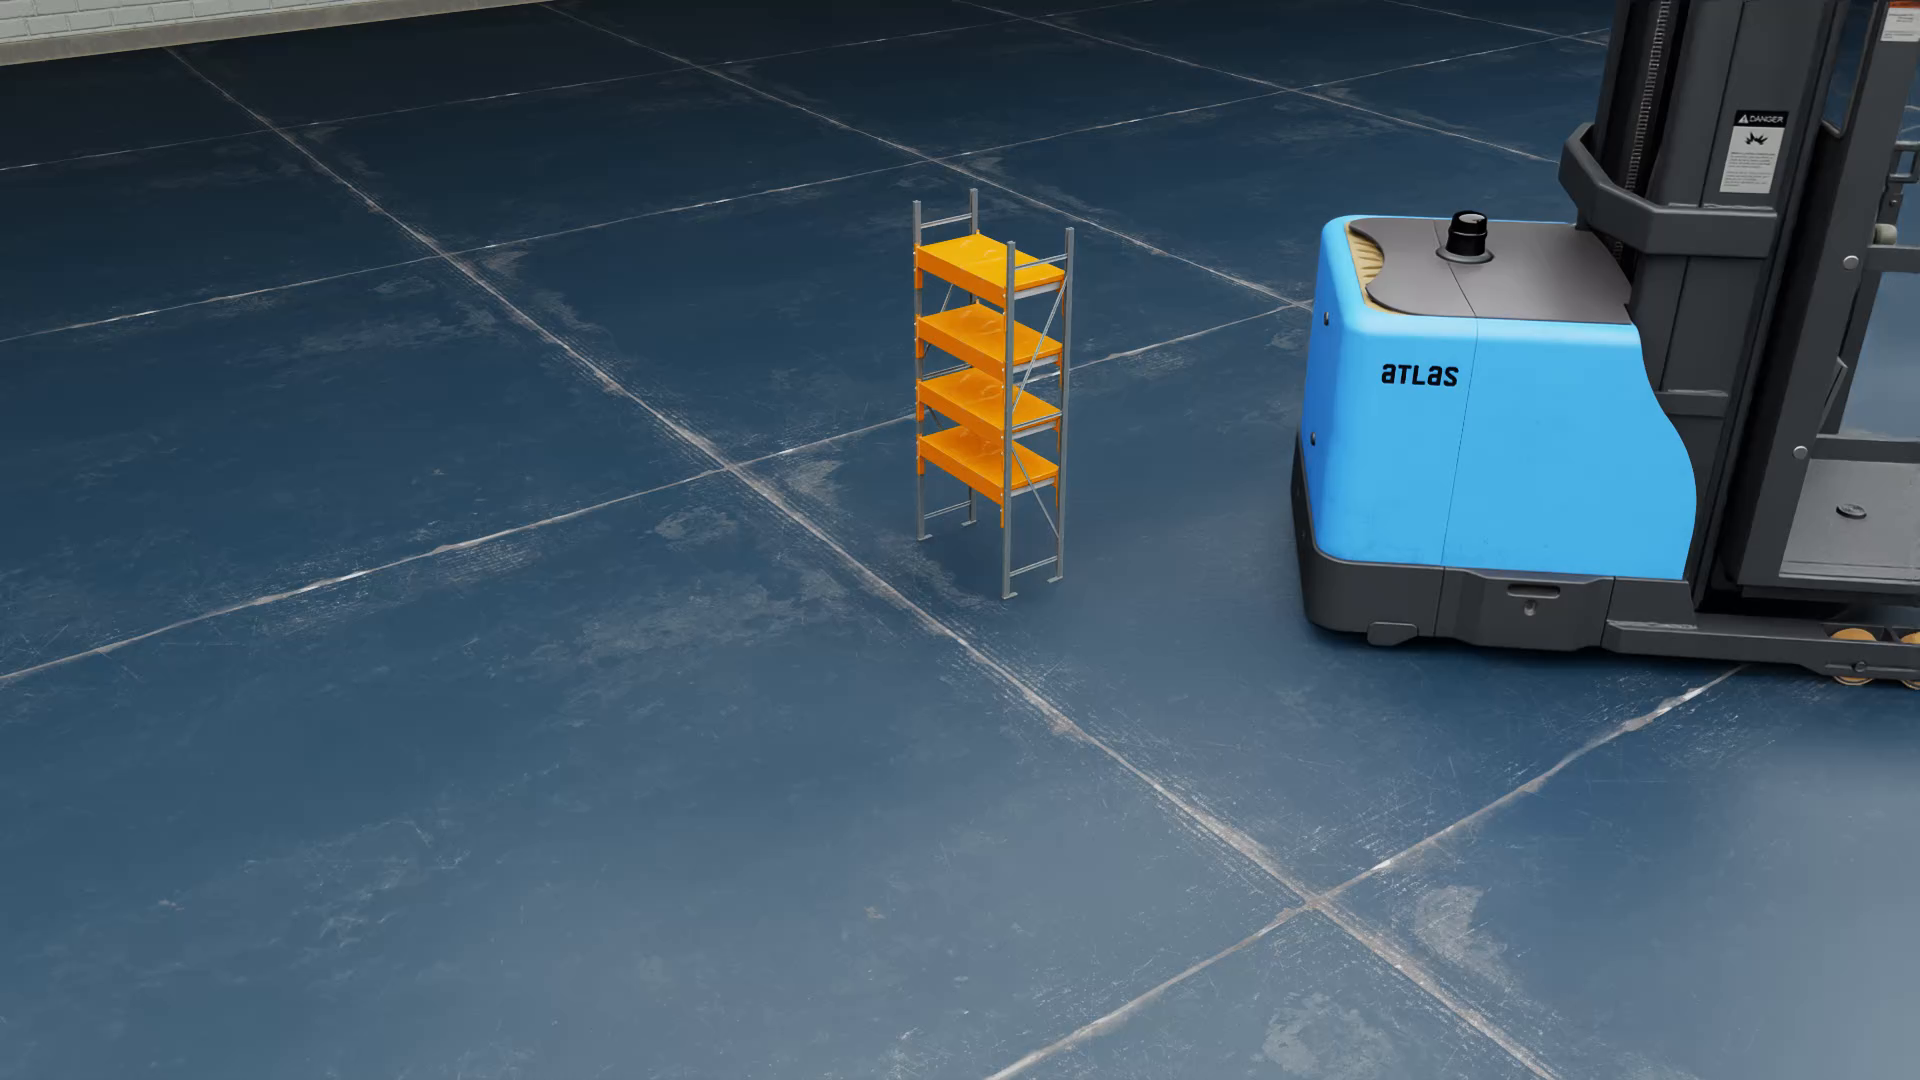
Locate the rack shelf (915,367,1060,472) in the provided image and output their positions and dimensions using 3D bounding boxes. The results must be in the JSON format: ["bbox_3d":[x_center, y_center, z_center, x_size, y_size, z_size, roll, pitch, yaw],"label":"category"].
[{"bbox_3d":[0.096,-0.404,5.377,0.258,0.148,0.480,-19,34,-31],"label":"rack shelf"}]

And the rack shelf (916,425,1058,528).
[{"bbox_3d":[0.096,-0.229,5.472,0.258,0.148,0.480,-19,34,-31],"label":"rack shelf"}]

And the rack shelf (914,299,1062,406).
[{"bbox_3d":[0.096,-0.600,5.271,0.258,0.148,0.480,-19,34,-31],"label":"rack shelf"}]

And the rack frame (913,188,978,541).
[{"bbox_3d":[-0.046,-0.558,5.520,0.240,1.200,0.015,-19,34,-31],"label":"rack frame"}]

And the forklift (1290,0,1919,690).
[{"bbox_3d":[2.630,-1.114,4.730,3.031,2.935,1.130,3,29,6],"label":"forklift"}]

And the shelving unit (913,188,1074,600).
[{"bbox_3d":[0.096,-0.463,5.345,0.258,1.200,0.503,-19,34,-31],"label":"shelving unit"}]

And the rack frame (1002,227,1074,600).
[{"bbox_3d":[0.238,-0.368,5.170,0.240,1.200,0.015,-19,34,-31],"label":"rack frame"}]

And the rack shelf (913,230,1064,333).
[{"bbox_3d":[0.096,-0.808,5.158,0.258,0.148,0.480,-19,34,-31],"label":"rack shelf"}]
